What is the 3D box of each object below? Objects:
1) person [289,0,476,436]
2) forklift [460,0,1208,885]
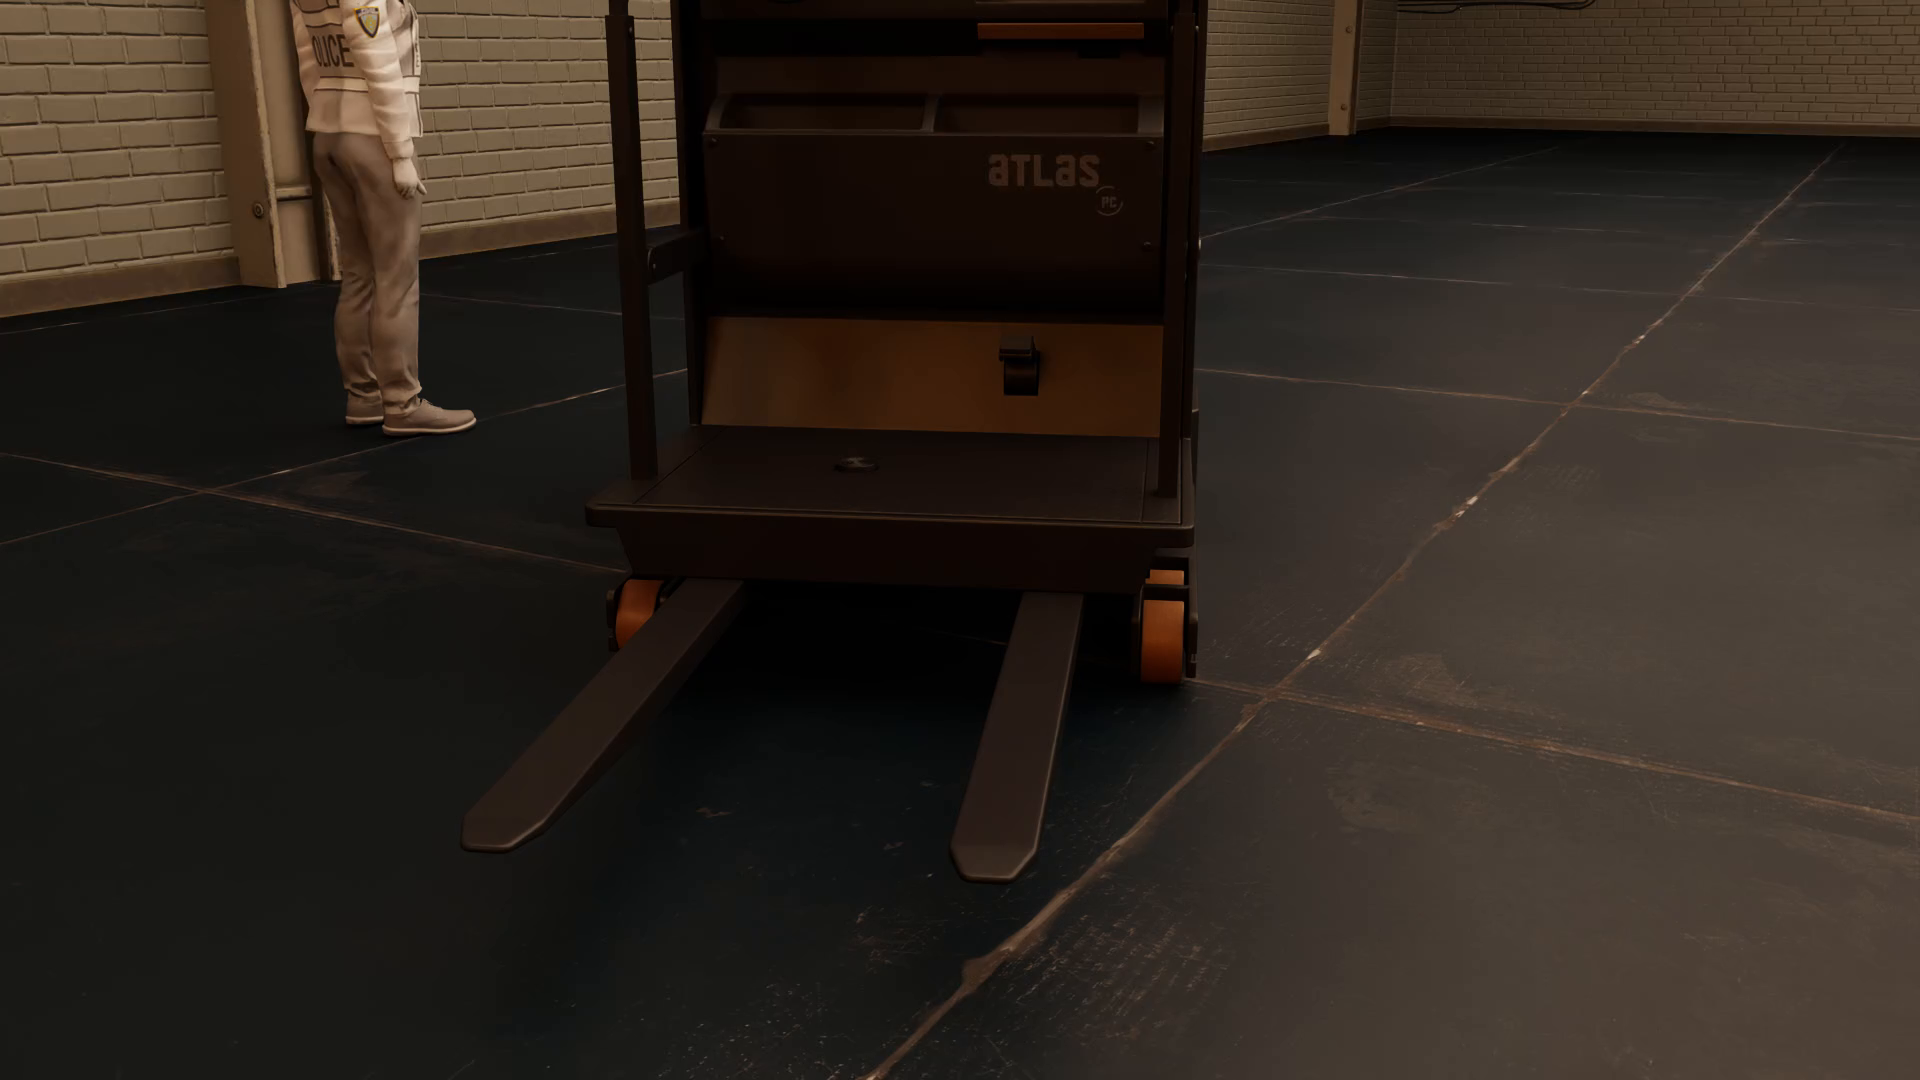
[{"bbox_3d":[-1.783,-1.167,5.017,0.458,1.694,0.360,15,22,42],"label":"person"},{"bbox_3d":[-0.078,-1.236,3.048,1.130,2.935,3.031,2,17,7],"label":"forklift"}]
